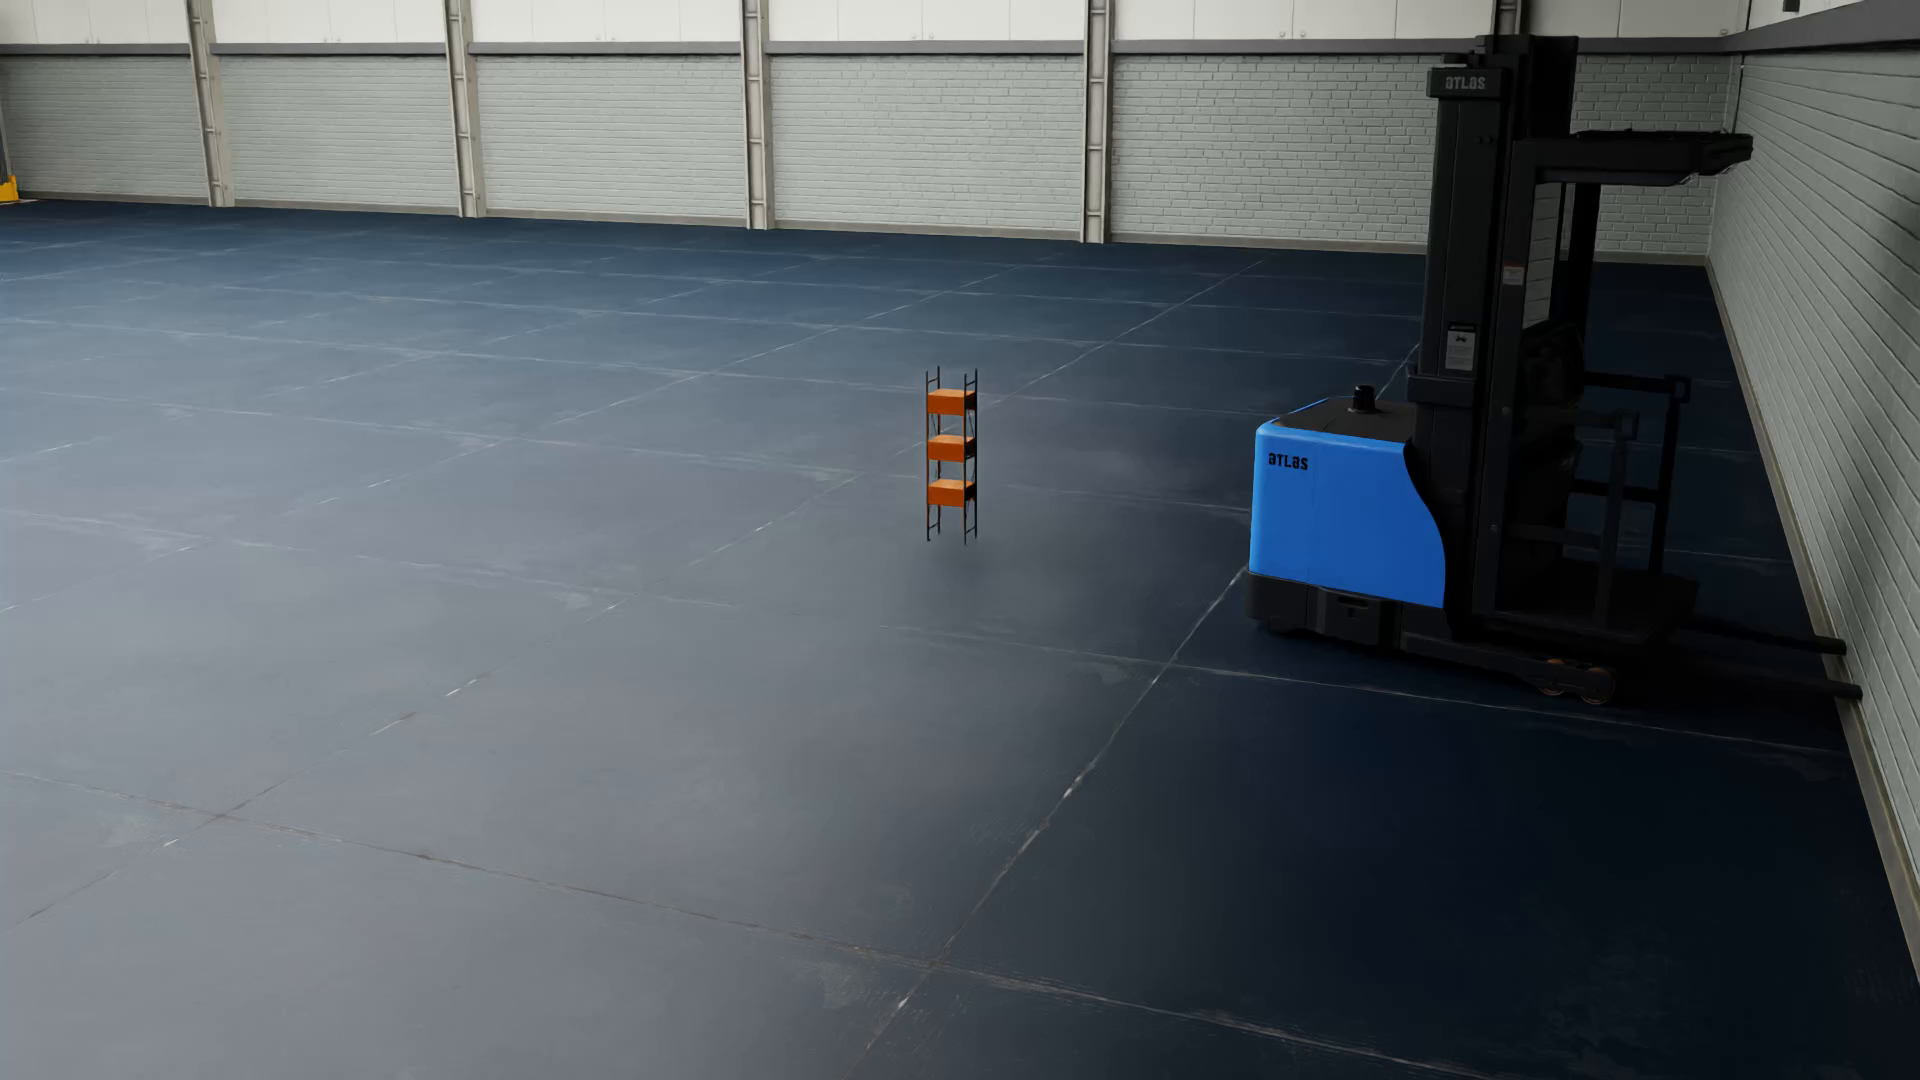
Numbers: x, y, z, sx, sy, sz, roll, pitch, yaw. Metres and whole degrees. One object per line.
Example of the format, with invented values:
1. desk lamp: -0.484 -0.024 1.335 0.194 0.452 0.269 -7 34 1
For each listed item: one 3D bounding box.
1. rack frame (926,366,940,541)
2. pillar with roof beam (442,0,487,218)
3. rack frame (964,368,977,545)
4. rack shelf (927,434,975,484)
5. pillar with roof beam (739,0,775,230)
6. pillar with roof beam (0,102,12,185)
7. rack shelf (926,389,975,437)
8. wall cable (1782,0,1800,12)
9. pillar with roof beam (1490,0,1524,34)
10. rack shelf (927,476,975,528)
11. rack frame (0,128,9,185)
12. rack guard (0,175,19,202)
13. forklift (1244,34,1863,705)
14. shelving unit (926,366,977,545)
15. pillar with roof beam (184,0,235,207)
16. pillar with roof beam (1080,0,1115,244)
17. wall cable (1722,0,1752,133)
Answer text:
1. rack frame: -0.163 -0.522 10.089 0.008 1.050 0.200 6 17 21
2. pillar with roof beam: -10.591 -9.194 25.704 0.400 9.000 9.100 6 17 21
3. rack frame: 0.064 -0.497 10.003 0.008 1.050 0.200 6 17 21
4. rack shelf: -0.050 -0.499 10.049 0.240 0.259 0.215 6 17 21
5. pillar with roof beam: -5.010 -8.581 23.589 0.400 9.000 9.100 6 17 21
6. pillar with roof beam: -21.754 -10.422 29.932 0.400 9.000 9.100 6 17 21
7. rack shelf: -0.050 -0.772 9.970 0.240 0.259 0.215 6 17 21
8. wall cable: 6.490 -6.998 12.038 0.169 6.003 2.305 6 17 21
9. pillar with roof beam: 6.153 -7.353 19.361 0.400 9.000 9.100 6 17 21
10. rack shelf: -0.050 -0.233 10.127 0.240 0.259 0.215 6 17 21
11. rack frame: -19.858 -8.352 33.564 0.127 3.000 1.000 6 17 21
12. rack guard: -19.835 -7.149 33.904 0.348 0.500 1.175 6 17 21
13. forklift: 2.967 -0.824 7.756 3.031 2.935 1.130 11 20 34
14. shelving unit: -0.050 -0.510 10.046 0.252 1.050 0.215 6 17 21
15. pillar with roof beam: -16.173 -9.808 27.818 0.400 9.000 9.100 6 17 21
16. pillar with roof beam: 0.572 -7.967 21.475 0.400 9.000 9.100 6 17 21
17. wall cable: 9.988 -6.334 21.420 0.112 2.526 3.097 6 17 21
